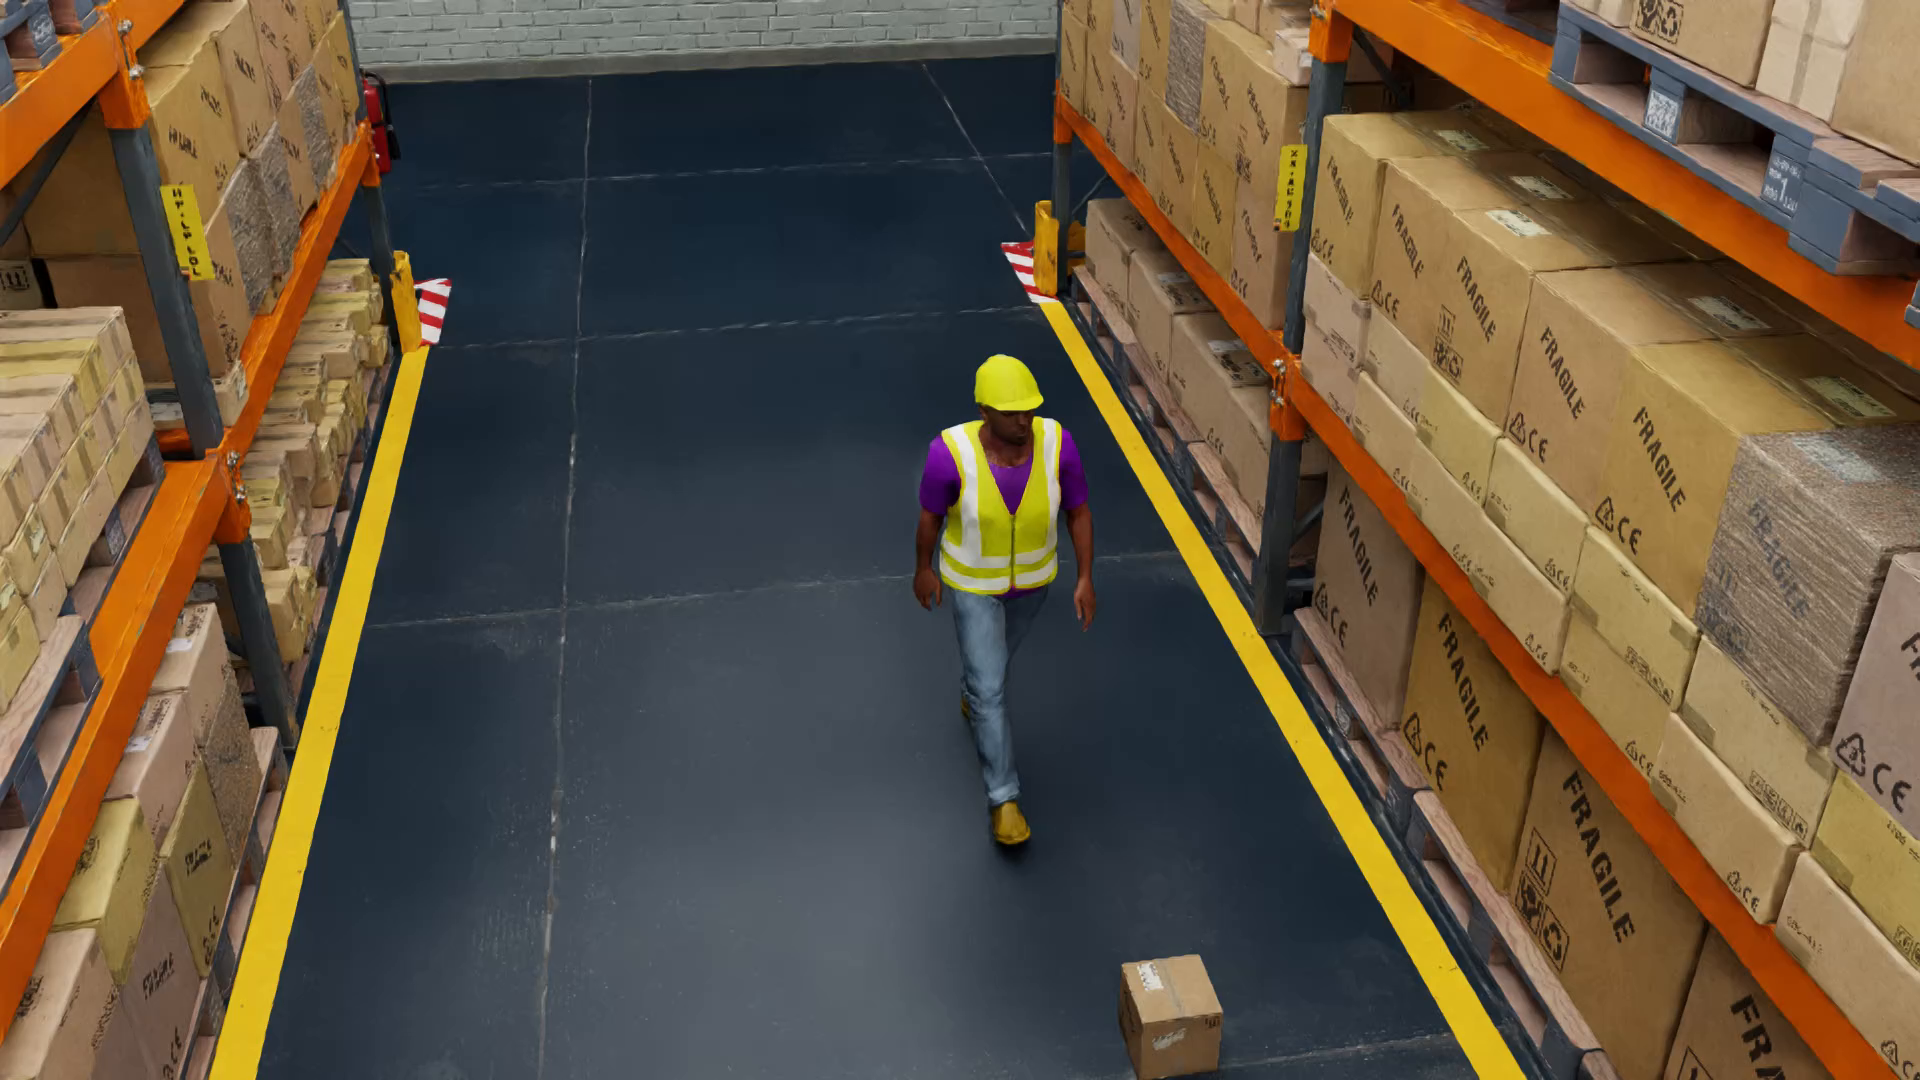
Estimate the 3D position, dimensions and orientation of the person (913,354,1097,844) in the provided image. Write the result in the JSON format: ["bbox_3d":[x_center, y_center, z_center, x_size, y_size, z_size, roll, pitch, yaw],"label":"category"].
[{"bbox_3d":[0.189,0.149,5.861,0.592,1.711,0.982,-10,32,-17],"label":"person"}]
